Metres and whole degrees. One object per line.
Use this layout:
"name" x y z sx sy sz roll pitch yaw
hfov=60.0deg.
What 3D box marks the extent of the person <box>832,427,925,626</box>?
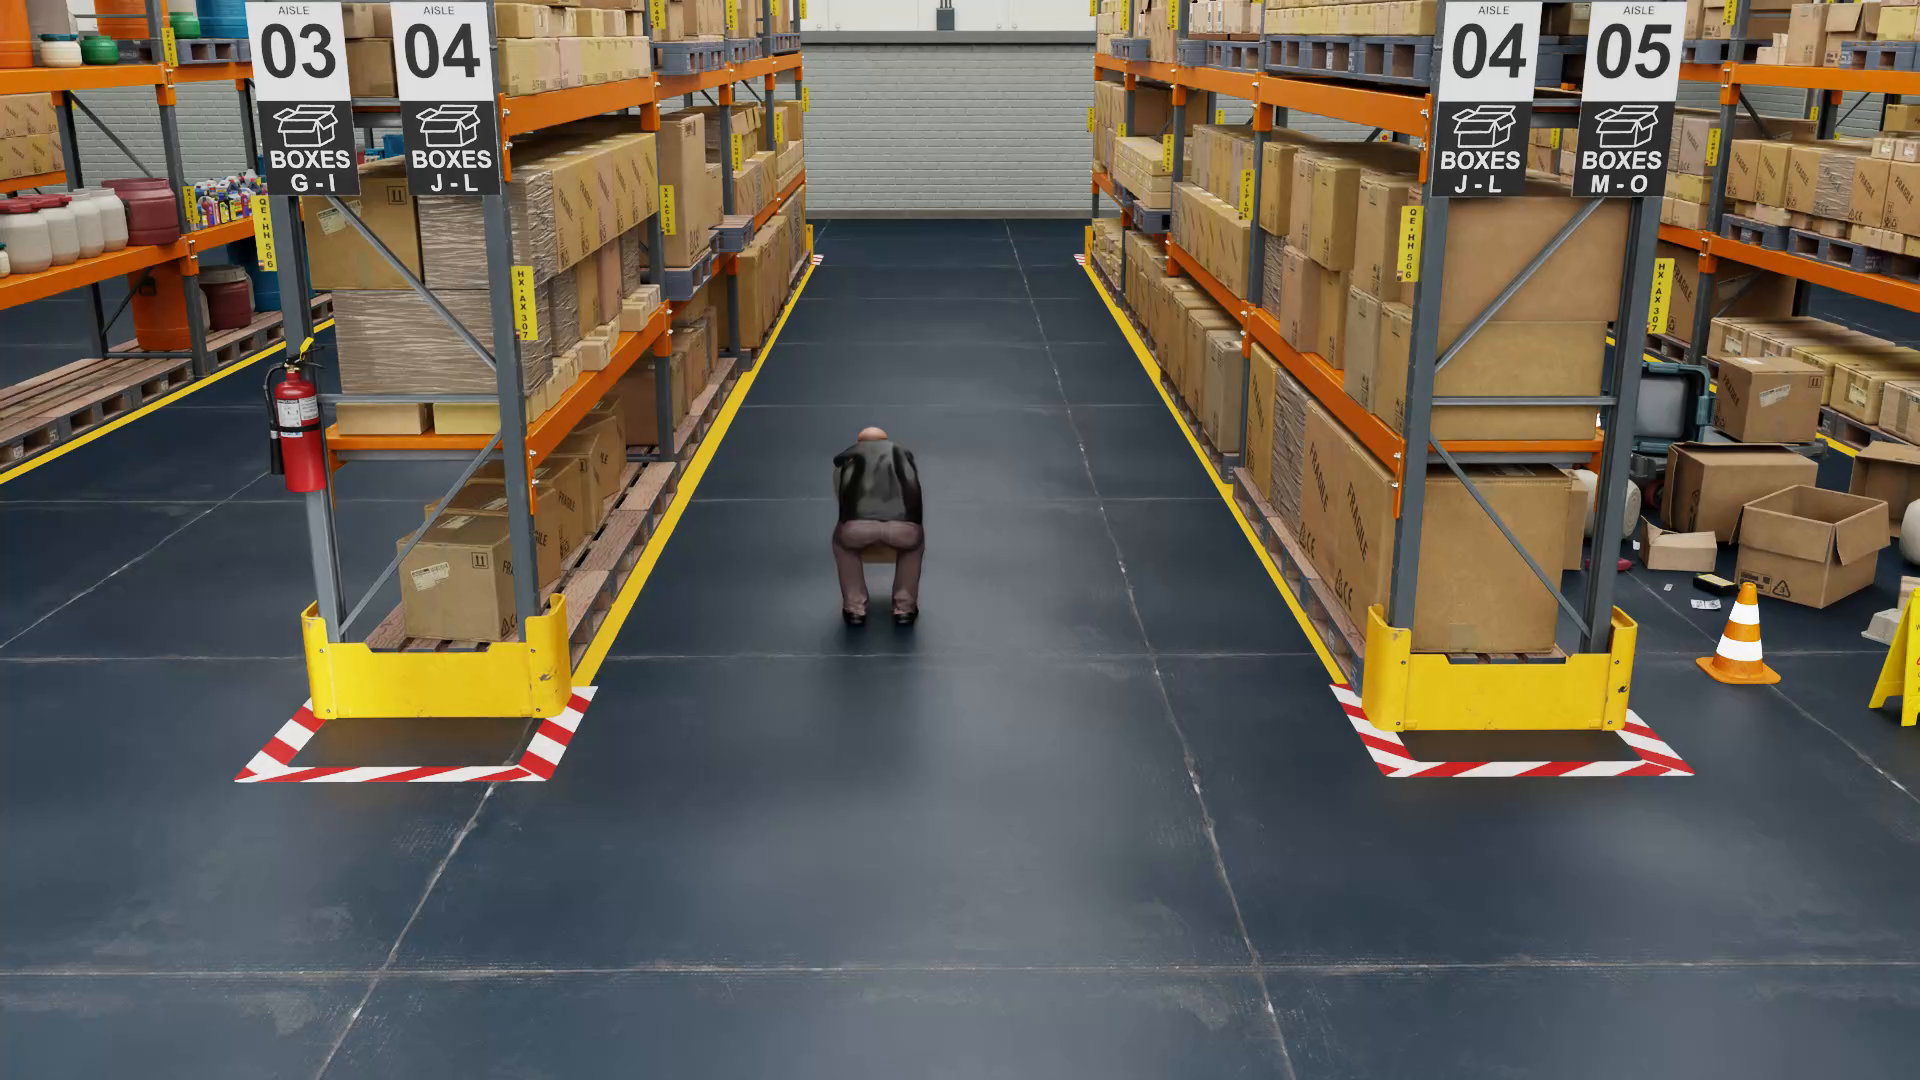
"person" -0.448 -0.065 9.132 0.518 0.947 0.923 -1 17 -3
